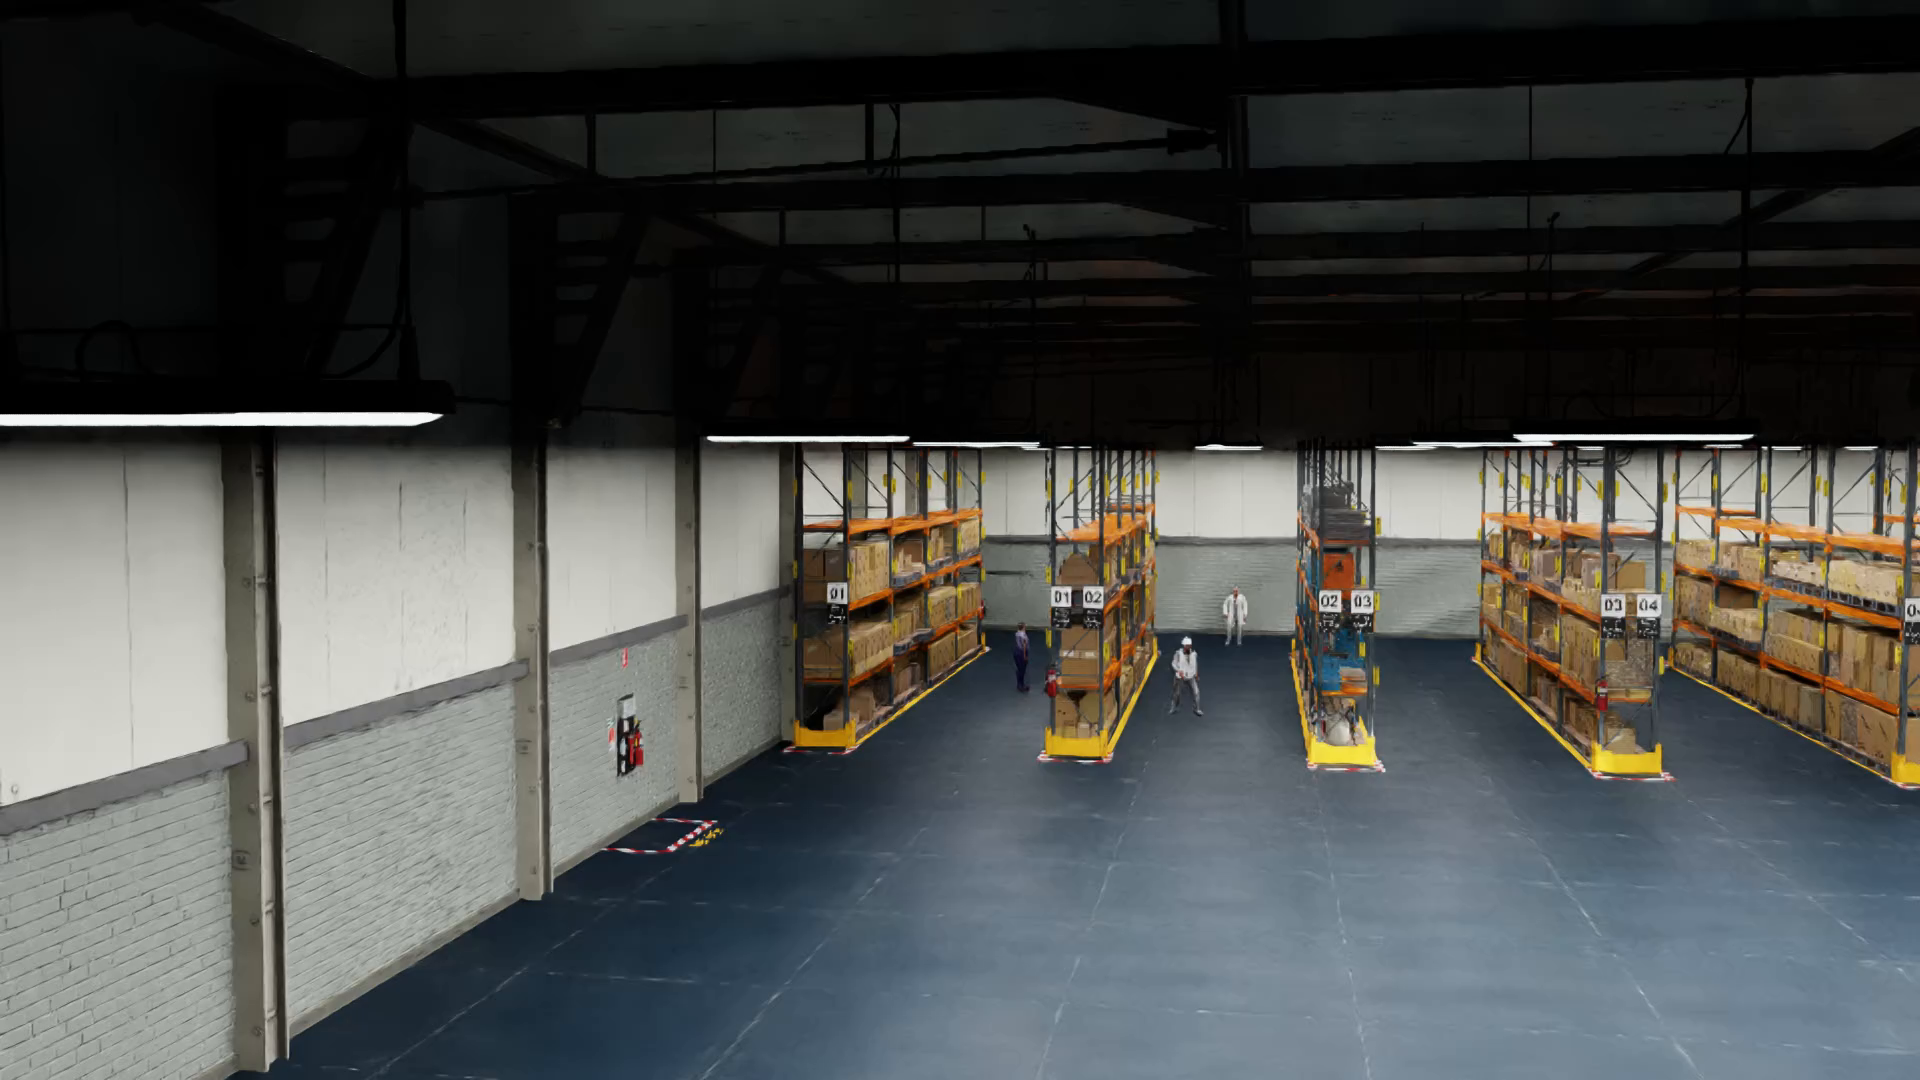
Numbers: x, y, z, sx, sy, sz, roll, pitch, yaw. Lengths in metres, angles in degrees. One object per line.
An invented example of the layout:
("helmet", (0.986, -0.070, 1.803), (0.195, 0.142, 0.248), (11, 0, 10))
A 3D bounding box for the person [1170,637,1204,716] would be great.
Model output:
("person", (4.910, 2.946, 36.188), (0.683, 1.713, 0.837), (0, 3, -6))

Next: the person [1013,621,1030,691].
("person", (1.507, 2.776, 39.949), (0.430, 1.653, 0.530), (-1, 3, -19))

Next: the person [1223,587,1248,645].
("person", (8.167, 2.253, 49.342), (0.729, 1.733, 0.538), (0, 3, 8))
